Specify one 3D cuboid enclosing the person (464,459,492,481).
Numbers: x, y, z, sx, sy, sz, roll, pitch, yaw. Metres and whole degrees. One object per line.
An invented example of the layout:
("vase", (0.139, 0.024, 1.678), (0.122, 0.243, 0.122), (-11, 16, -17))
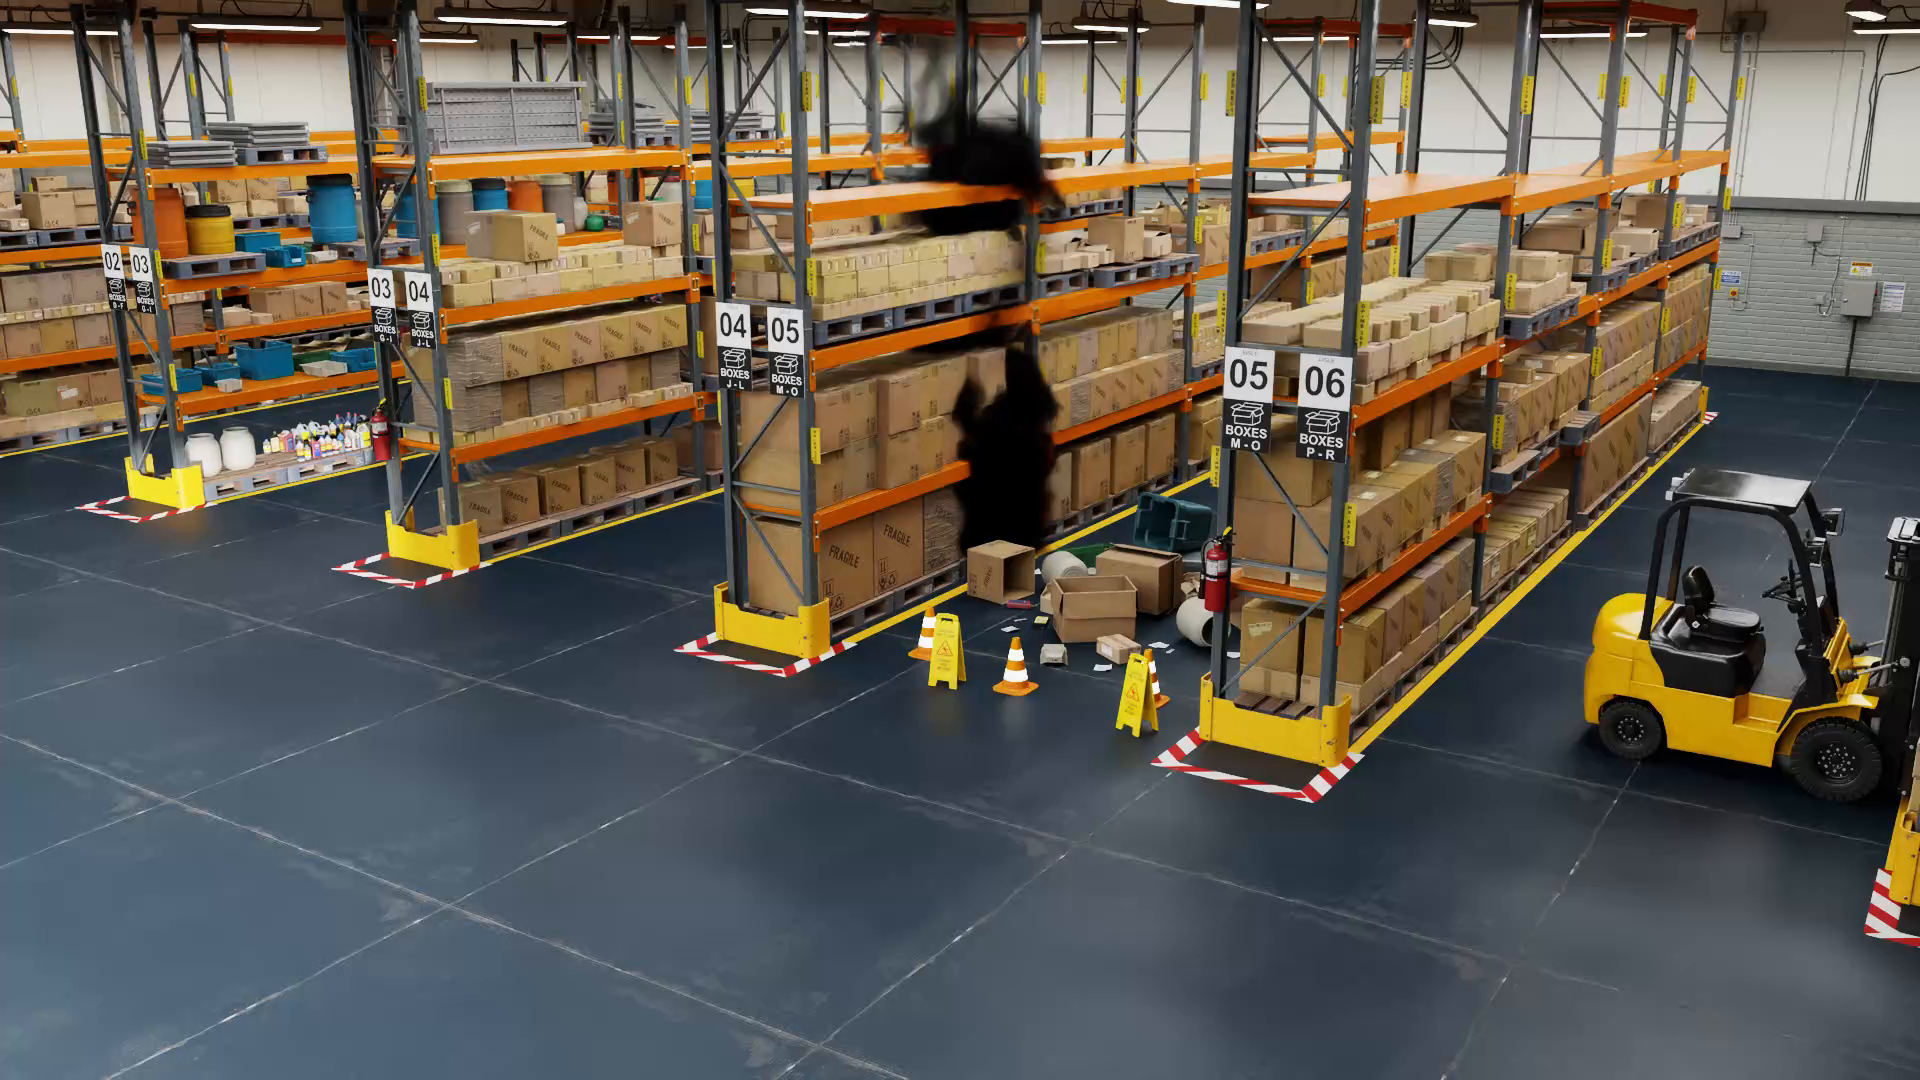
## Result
("person", (-6.048, -1.293, 20.726), (0.592, 1.734, 0.684), (10, 18, 32))
